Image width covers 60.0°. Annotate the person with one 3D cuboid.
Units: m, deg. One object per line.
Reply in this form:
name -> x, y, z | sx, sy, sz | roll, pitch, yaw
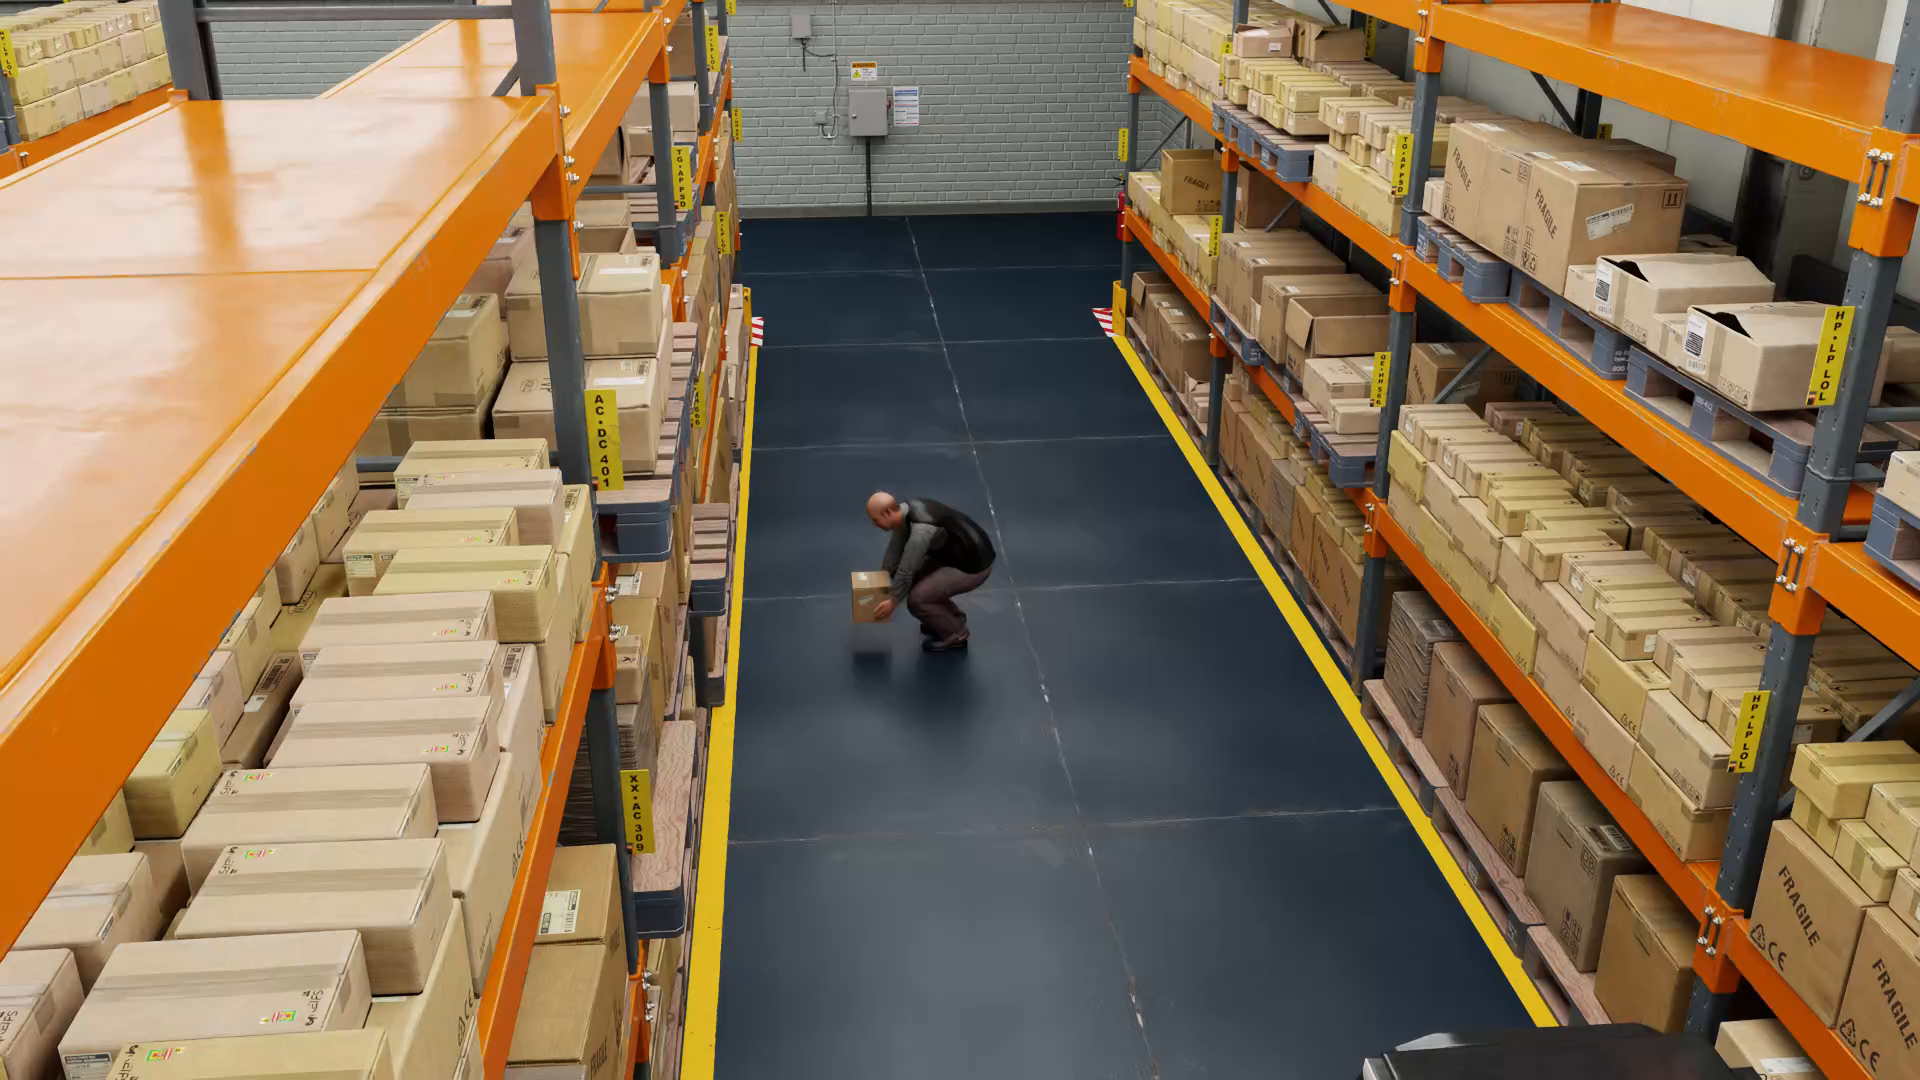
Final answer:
person -> -0.187, 0.180, 10.759 | 0.830, 1.075, 0.556 | -2, 24, -5
